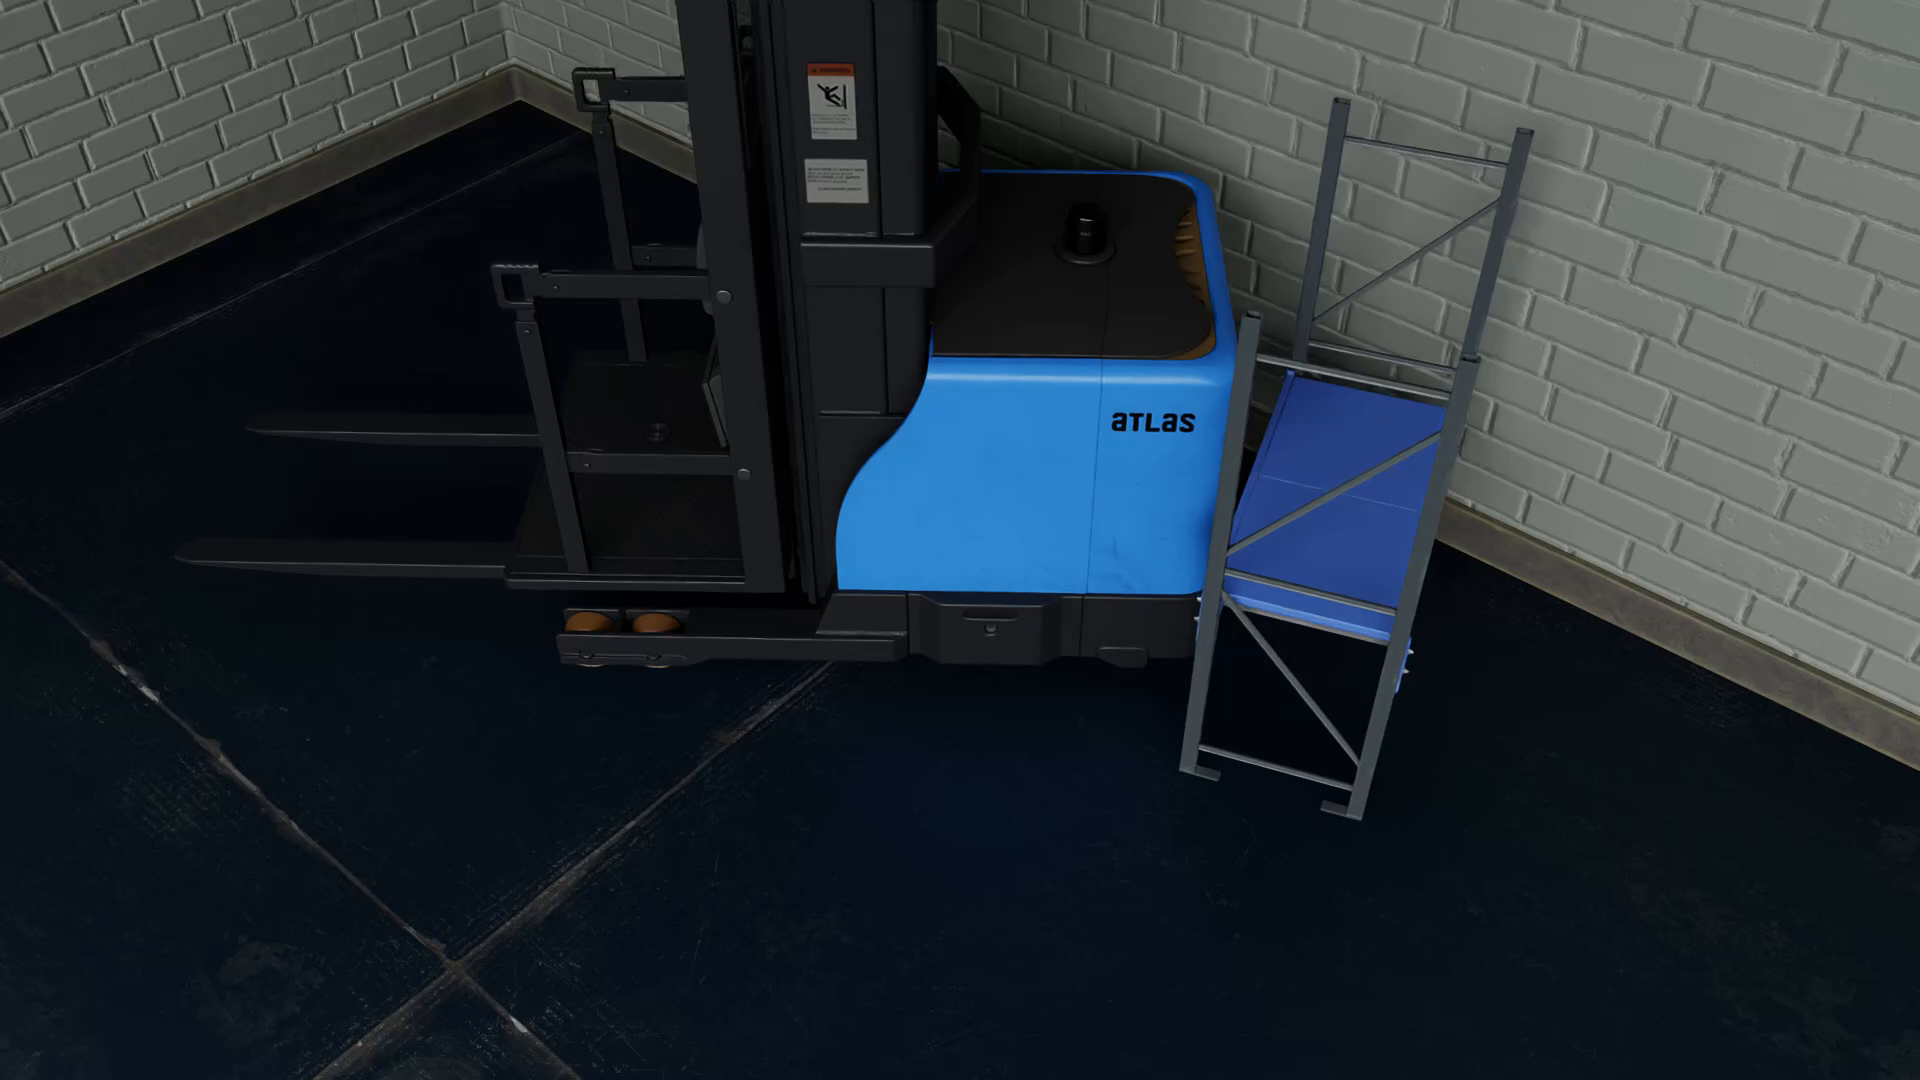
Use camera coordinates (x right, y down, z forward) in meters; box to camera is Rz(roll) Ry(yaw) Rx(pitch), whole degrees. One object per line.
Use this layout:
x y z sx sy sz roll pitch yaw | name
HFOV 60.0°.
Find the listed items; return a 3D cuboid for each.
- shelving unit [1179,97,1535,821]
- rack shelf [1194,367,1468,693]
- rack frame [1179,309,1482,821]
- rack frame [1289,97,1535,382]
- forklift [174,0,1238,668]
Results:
1.016 -0.195 4.349 0.538 1.500 1.048 14 44 15 | shelving unit
1.016 -0.062 4.470 0.538 0.185 1.000 14 44 15 | rack shelf
0.839 0.126 3.996 0.500 1.500 0.032 14 44 15 | rack frame
1.192 -0.515 4.702 0.500 1.500 0.032 14 44 15 | rack frame
-0.780 -1.067 4.245 3.031 2.935 1.130 1 42 1 | forklift
